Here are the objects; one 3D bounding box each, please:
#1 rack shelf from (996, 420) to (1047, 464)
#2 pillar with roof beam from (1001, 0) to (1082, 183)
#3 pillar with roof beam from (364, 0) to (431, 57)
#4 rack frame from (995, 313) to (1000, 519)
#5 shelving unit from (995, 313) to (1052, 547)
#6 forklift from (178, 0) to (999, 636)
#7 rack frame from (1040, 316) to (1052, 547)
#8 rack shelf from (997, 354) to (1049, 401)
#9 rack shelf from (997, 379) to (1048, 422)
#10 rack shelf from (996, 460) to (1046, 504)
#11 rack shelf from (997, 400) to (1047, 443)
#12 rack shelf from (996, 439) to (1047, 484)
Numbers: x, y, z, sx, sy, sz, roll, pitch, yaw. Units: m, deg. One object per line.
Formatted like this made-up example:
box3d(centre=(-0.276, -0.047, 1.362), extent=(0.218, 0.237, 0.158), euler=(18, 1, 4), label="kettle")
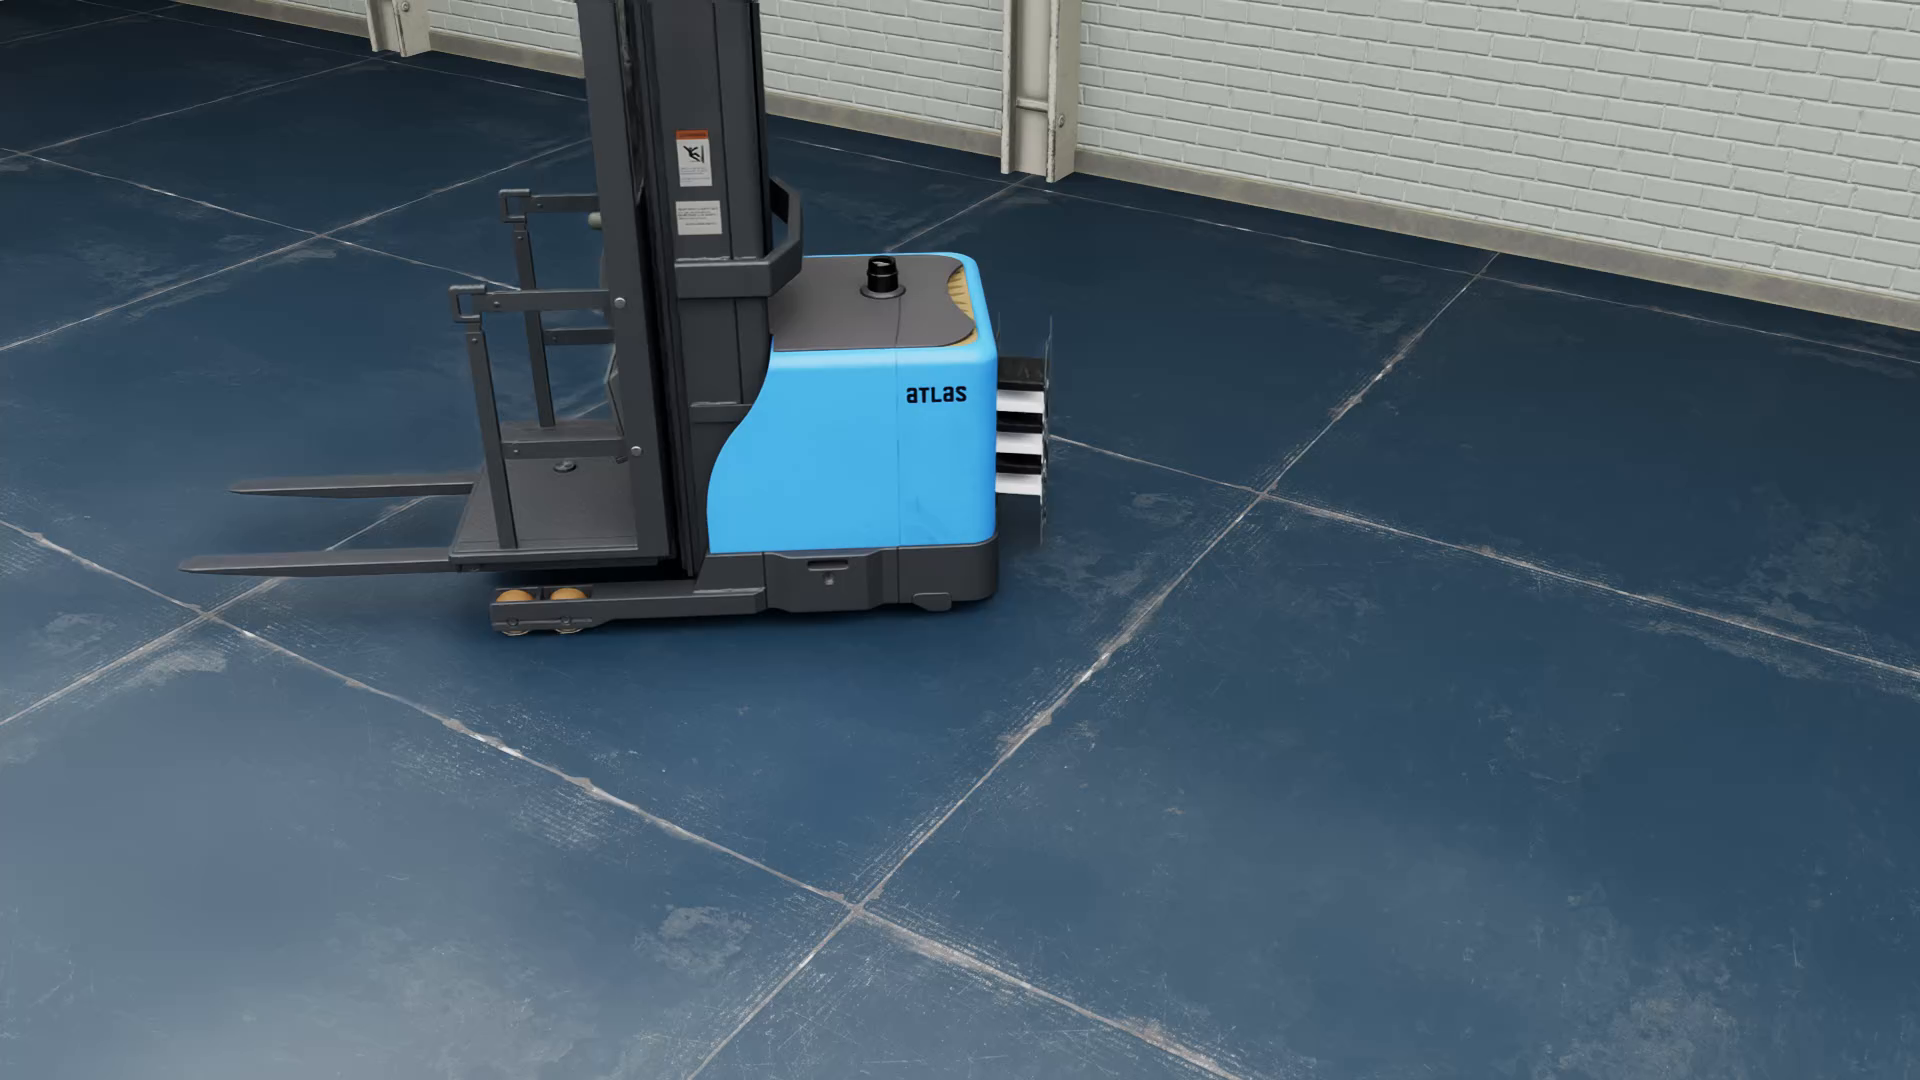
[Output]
box3d(centre=(0.239, -0.399, 6.608), extent=(0.200, 0.077, 0.258), euler=(4, 30, 6), label="rack shelf")
box3d(centre=(-1.776, -4.464, 5.472), extent=(0.400, 9.000, 9.100), euler=(18, 35, 27), label="pillar with roof beam")
box3d(centre=(-6.858, -6.071, 8.227), extent=(0.400, 9.000, 9.100), euler=(18, 35, 27), label="pillar with roof beam")
box3d(centre=(0.138, -0.434, 6.602), extent=(0.006, 0.900, 0.240), euler=(4, 30, 6), label="rack frame")
box3d(centre=(0.239, -0.428, 6.591), extent=(0.210, 0.900, 0.258), euler=(4, 30, 6), label="shelving unit")
box3d(centre=(-1.398, -1.189, 5.880), extent=(3.031, 2.935, 1.130), euler=(-2, 30, -4), label="forklift")
box3d(centre=(0.340, -0.422, 6.580), extent=(0.006, 0.900, 0.240), euler=(4, 30, 6), label="rack frame")
box3d(centre=(0.239, -0.633, 6.472), extent=(0.200, 0.077, 0.258), euler=(4, 30, 6), label="rack shelf")
box3d(centre=(0.239, -0.555, 6.517), extent=(0.200, 0.077, 0.258), euler=(4, 30, 6), label="rack shelf")
box3d(centre=(0.239, -0.244, 6.698), extent=(0.200, 0.077, 0.258), euler=(4, 30, 6), label="rack shelf")
box3d(centre=(0.239, -0.477, 6.562), extent=(0.200, 0.077, 0.258), euler=(4, 30, 6), label="rack shelf")
box3d(centre=(0.239, -0.322, 6.653), extent=(0.200, 0.077, 0.258), euler=(4, 30, 6), label="rack shelf")
